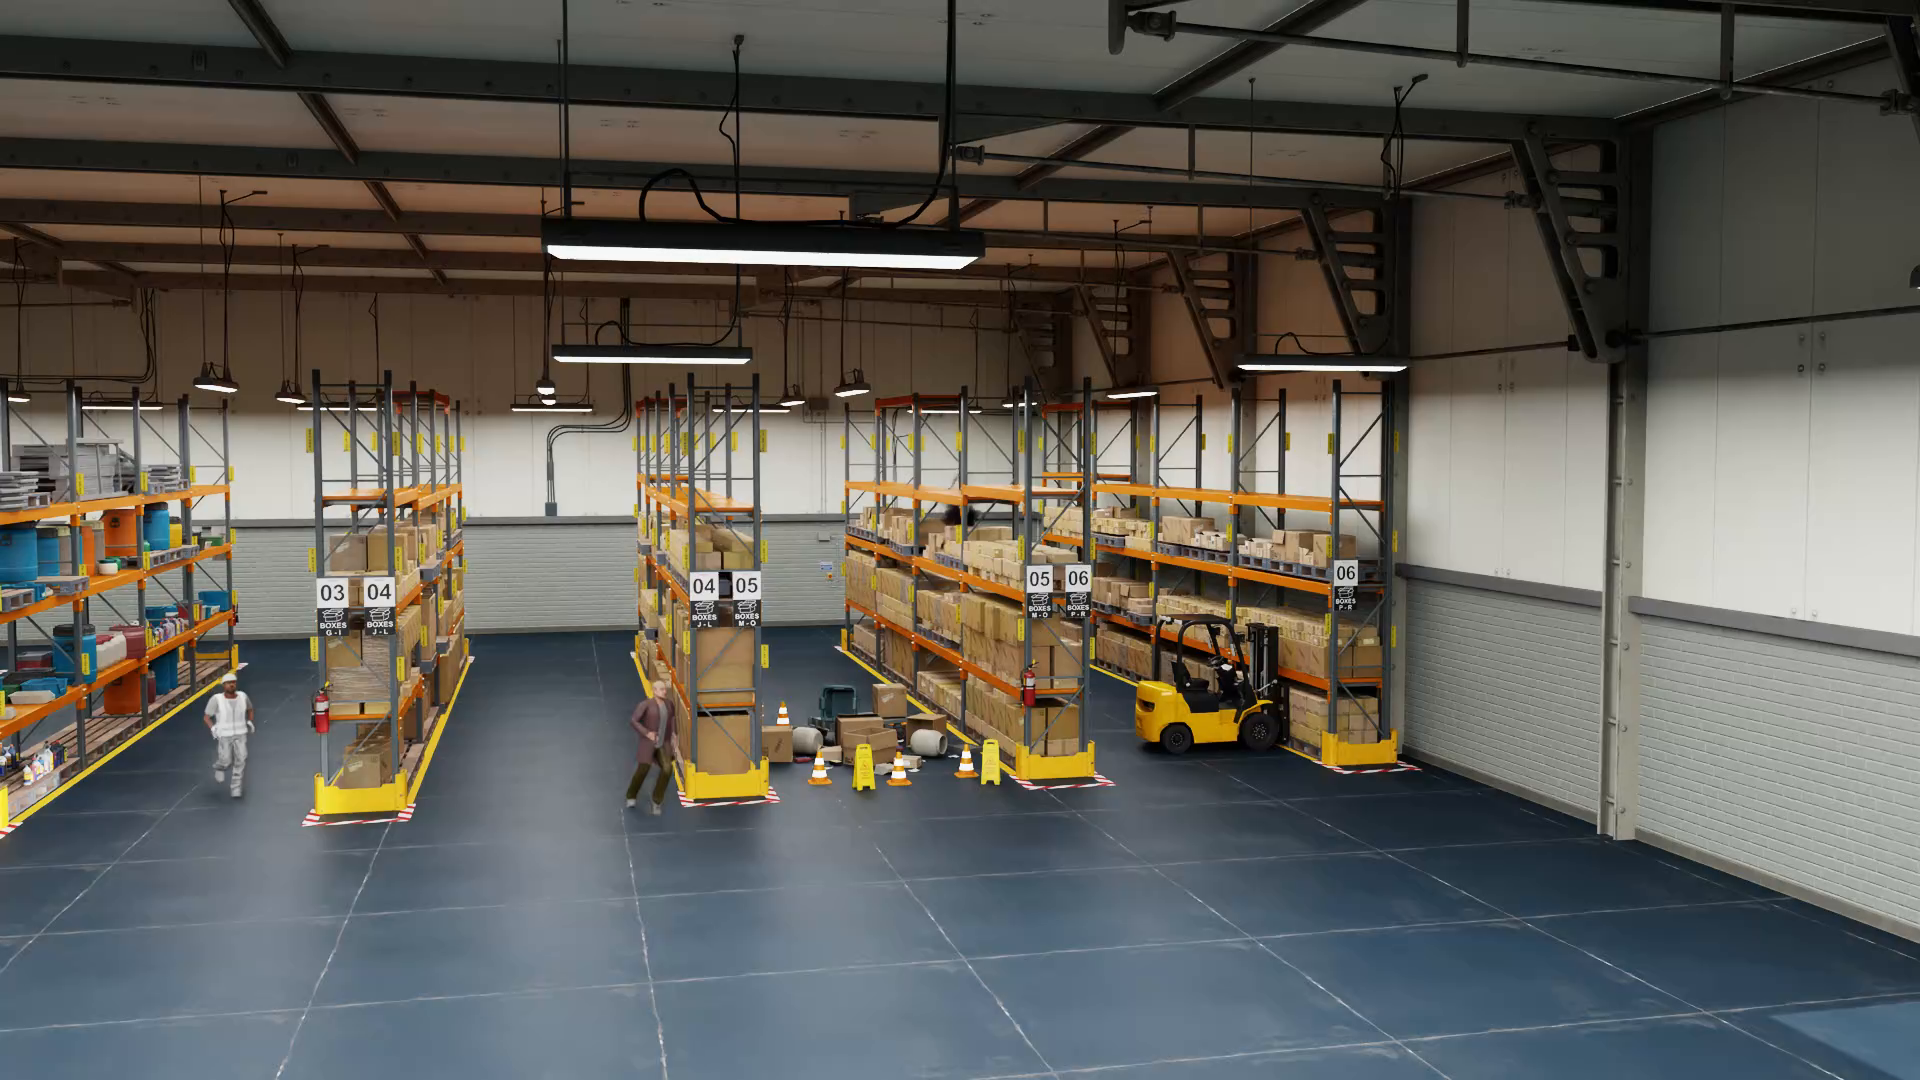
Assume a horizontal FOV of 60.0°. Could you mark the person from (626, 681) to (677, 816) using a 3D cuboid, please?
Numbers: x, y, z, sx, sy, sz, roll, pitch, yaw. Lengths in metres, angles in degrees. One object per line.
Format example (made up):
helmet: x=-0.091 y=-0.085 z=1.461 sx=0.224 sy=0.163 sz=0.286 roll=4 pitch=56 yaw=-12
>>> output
person: x=-4.165 y=2.826 z=22.737 sx=0.768 sy=1.803 sz=0.765 roll=-2 pitch=4 yaw=-36

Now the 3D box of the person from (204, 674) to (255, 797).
person: x=-10.374 y=2.771 z=23.672 sx=0.692 sy=1.751 sz=0.746 roll=-3 pitch=4 yaw=-40
